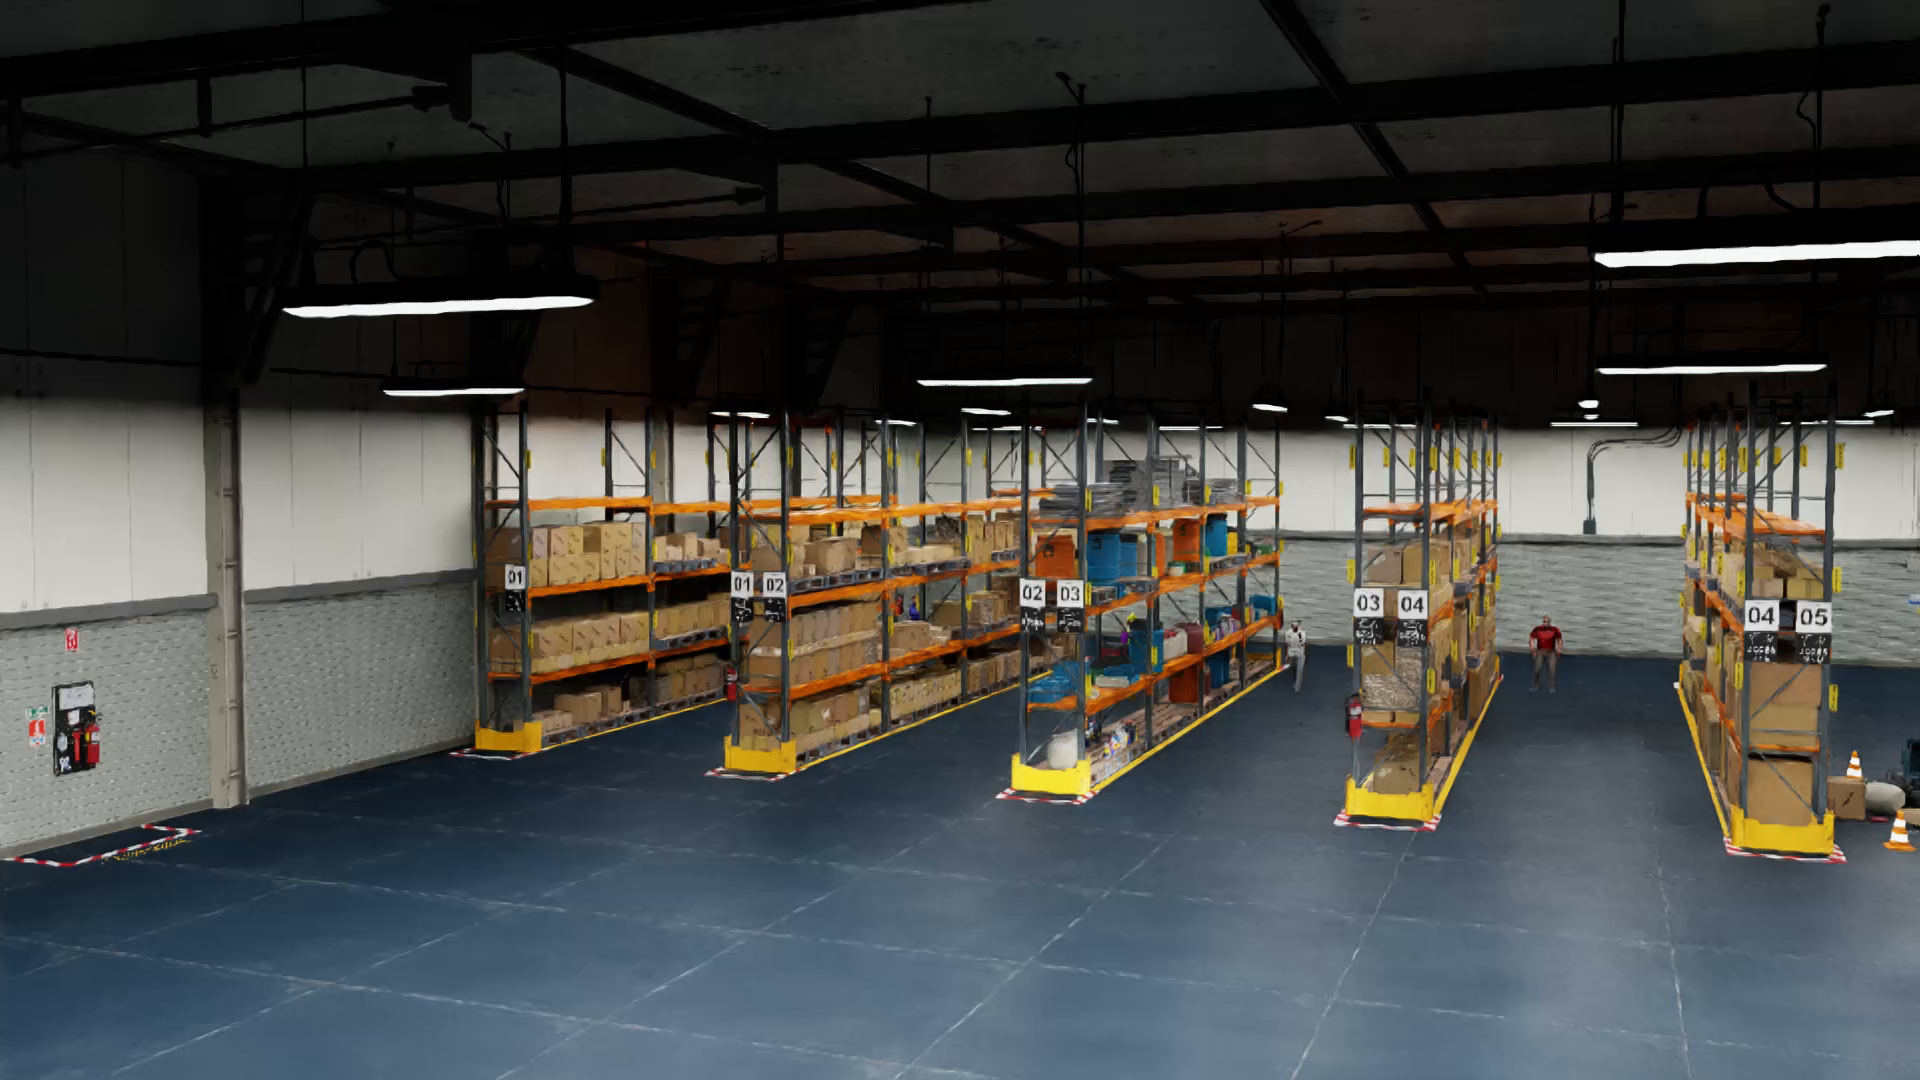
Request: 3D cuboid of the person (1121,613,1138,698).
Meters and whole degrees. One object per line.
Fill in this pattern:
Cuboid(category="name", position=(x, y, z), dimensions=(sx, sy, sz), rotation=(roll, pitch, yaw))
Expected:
Cuboid(category="person", position=(3.596, 2.409, 34.855), dimensions=(0.673, 1.763, 0.580), rotation=(-2, 4, -39))

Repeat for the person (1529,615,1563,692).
Cuboid(category="person", position=(12.578, 2.432, 35.720), dimensions=(0.682, 1.676, 0.535), rotation=(1, 3, 19))

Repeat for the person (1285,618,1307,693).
Cuboid(category="person", position=(7.204, 2.455, 35.692), dimensions=(0.455, 1.587, 1.088), rotation=(1, 3, 23))

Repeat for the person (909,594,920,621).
Cuboid(category="person", position=(-1.069, 2.161, 41.864), dimensions=(0.461, 1.596, 0.989), rotation=(1, 3, 20))
